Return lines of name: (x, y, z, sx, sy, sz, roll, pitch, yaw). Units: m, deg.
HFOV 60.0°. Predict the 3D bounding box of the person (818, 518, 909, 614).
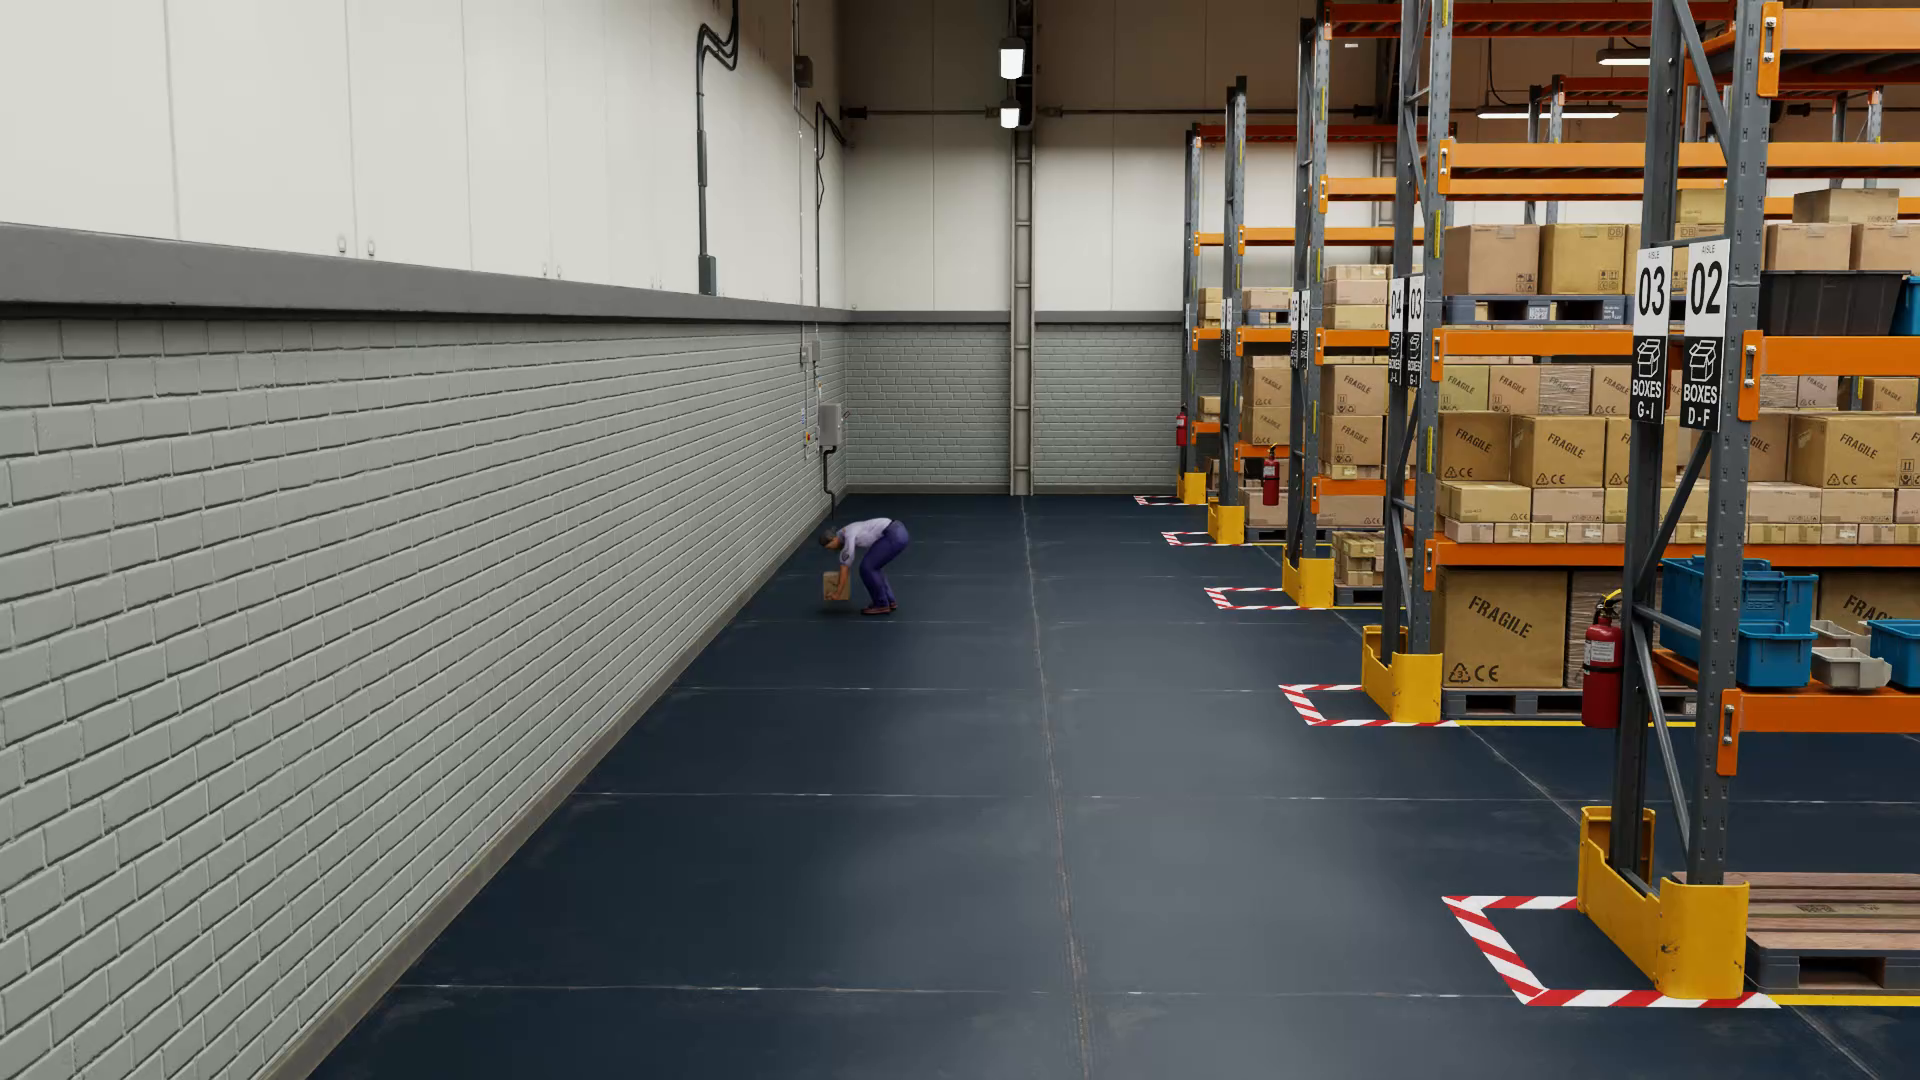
person: (-0.960, 0.255, 16.618, 0.907, 0.945, 0.491, 0, 7, -1)
